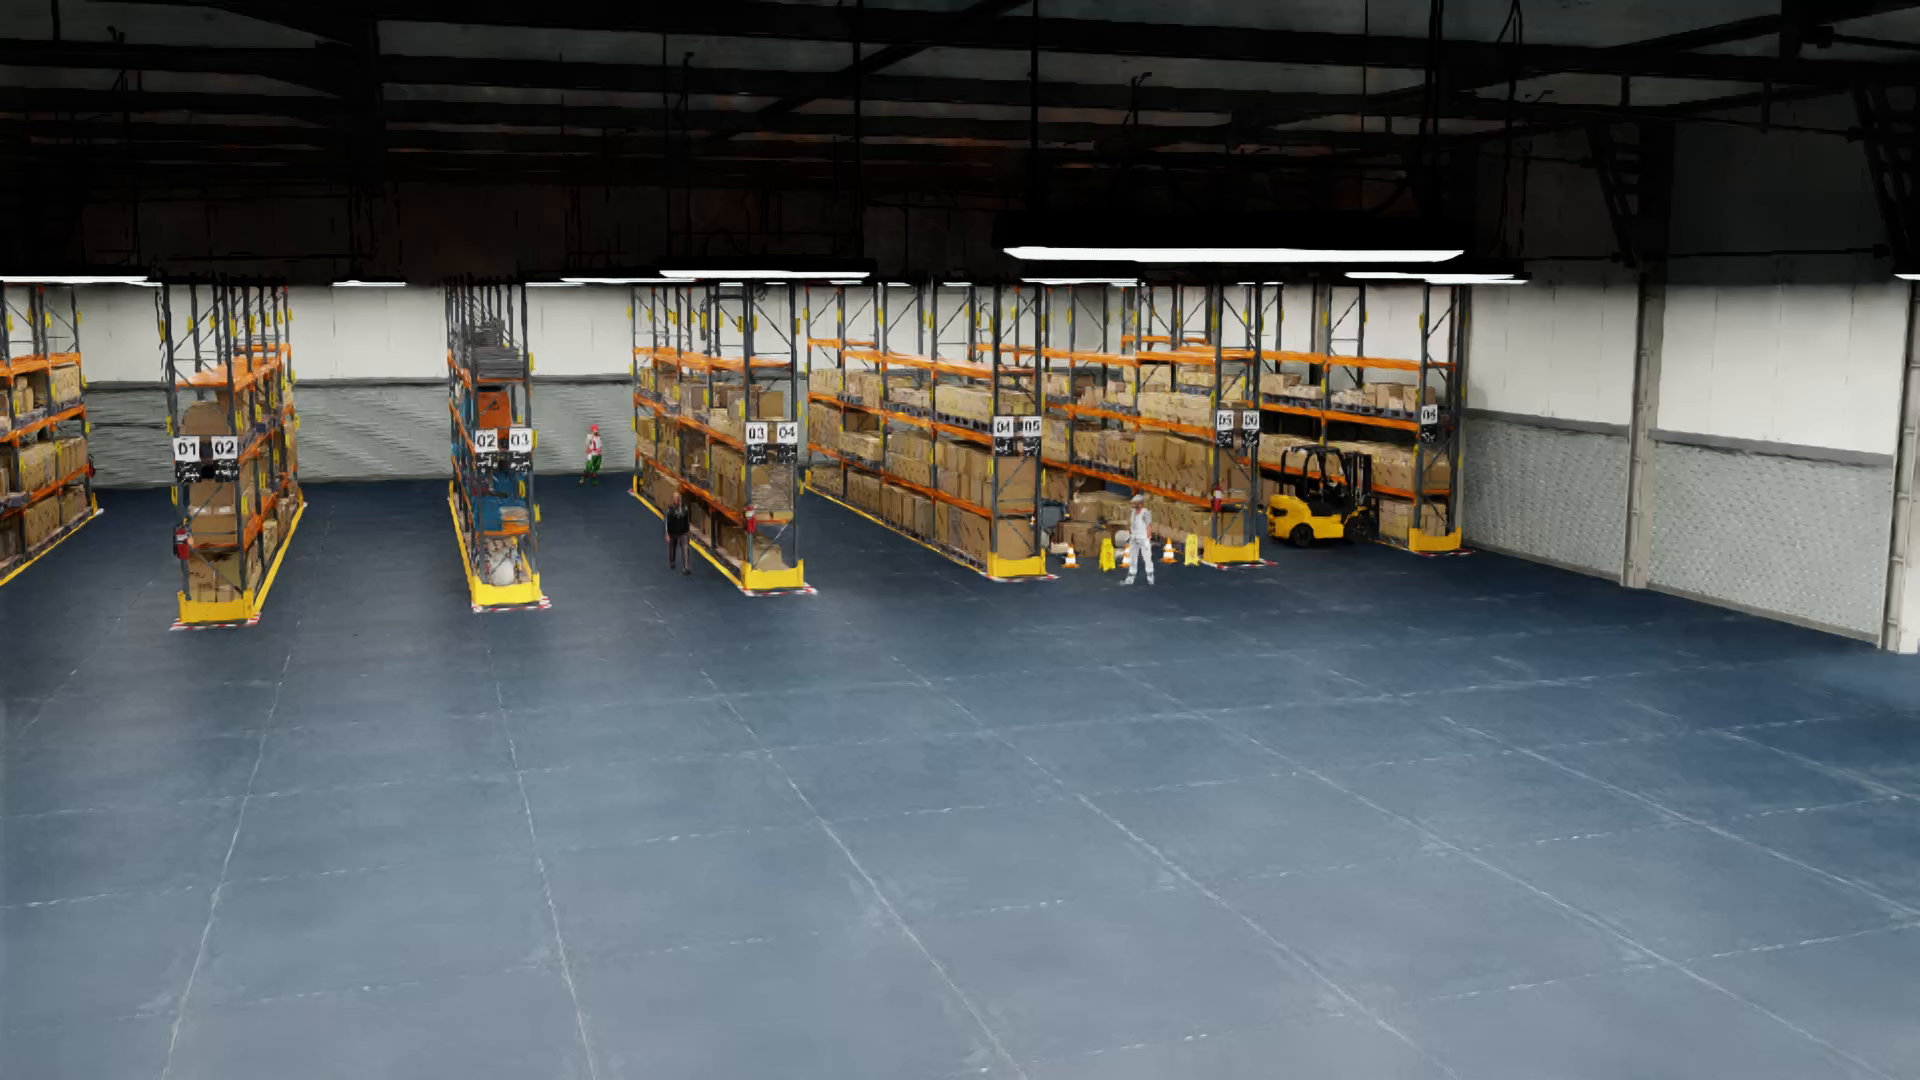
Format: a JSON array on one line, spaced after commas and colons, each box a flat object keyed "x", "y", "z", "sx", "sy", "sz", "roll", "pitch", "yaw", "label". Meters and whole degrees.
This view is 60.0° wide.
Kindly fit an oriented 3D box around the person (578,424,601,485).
[{"x": -10.816, "y": -2.485, "z": 48.612, "sx": 0.526, "sy": 1.779, "sz": 0.736, "roll": 5, "pitch": 10, "yaw": 31, "label": "person"}]

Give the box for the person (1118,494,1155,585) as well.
[{"x": 3.436, "y": -0.005, "z": 32.228, "sx": 0.630, "sy": 1.789, "sz": 0.675, "roll": -7, "pitch": 11, "yaw": -38, "label": "person"}]

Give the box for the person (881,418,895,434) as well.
[{"x": -2.152, "y": -2.868, "z": 51.083, "sx": 0.739, "sy": 1.771, "sz": 0.529, "roll": 6, "pitch": 11, "yaw": 36, "label": "person"}]

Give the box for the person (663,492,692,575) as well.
[{"x": -5.710, "y": -0.150, "z": 33.553, "sx": 0.543, "sy": 1.648, "sz": 1.115, "roll": -2, "pitch": 9, "yaw": -16, "label": "person"}]
